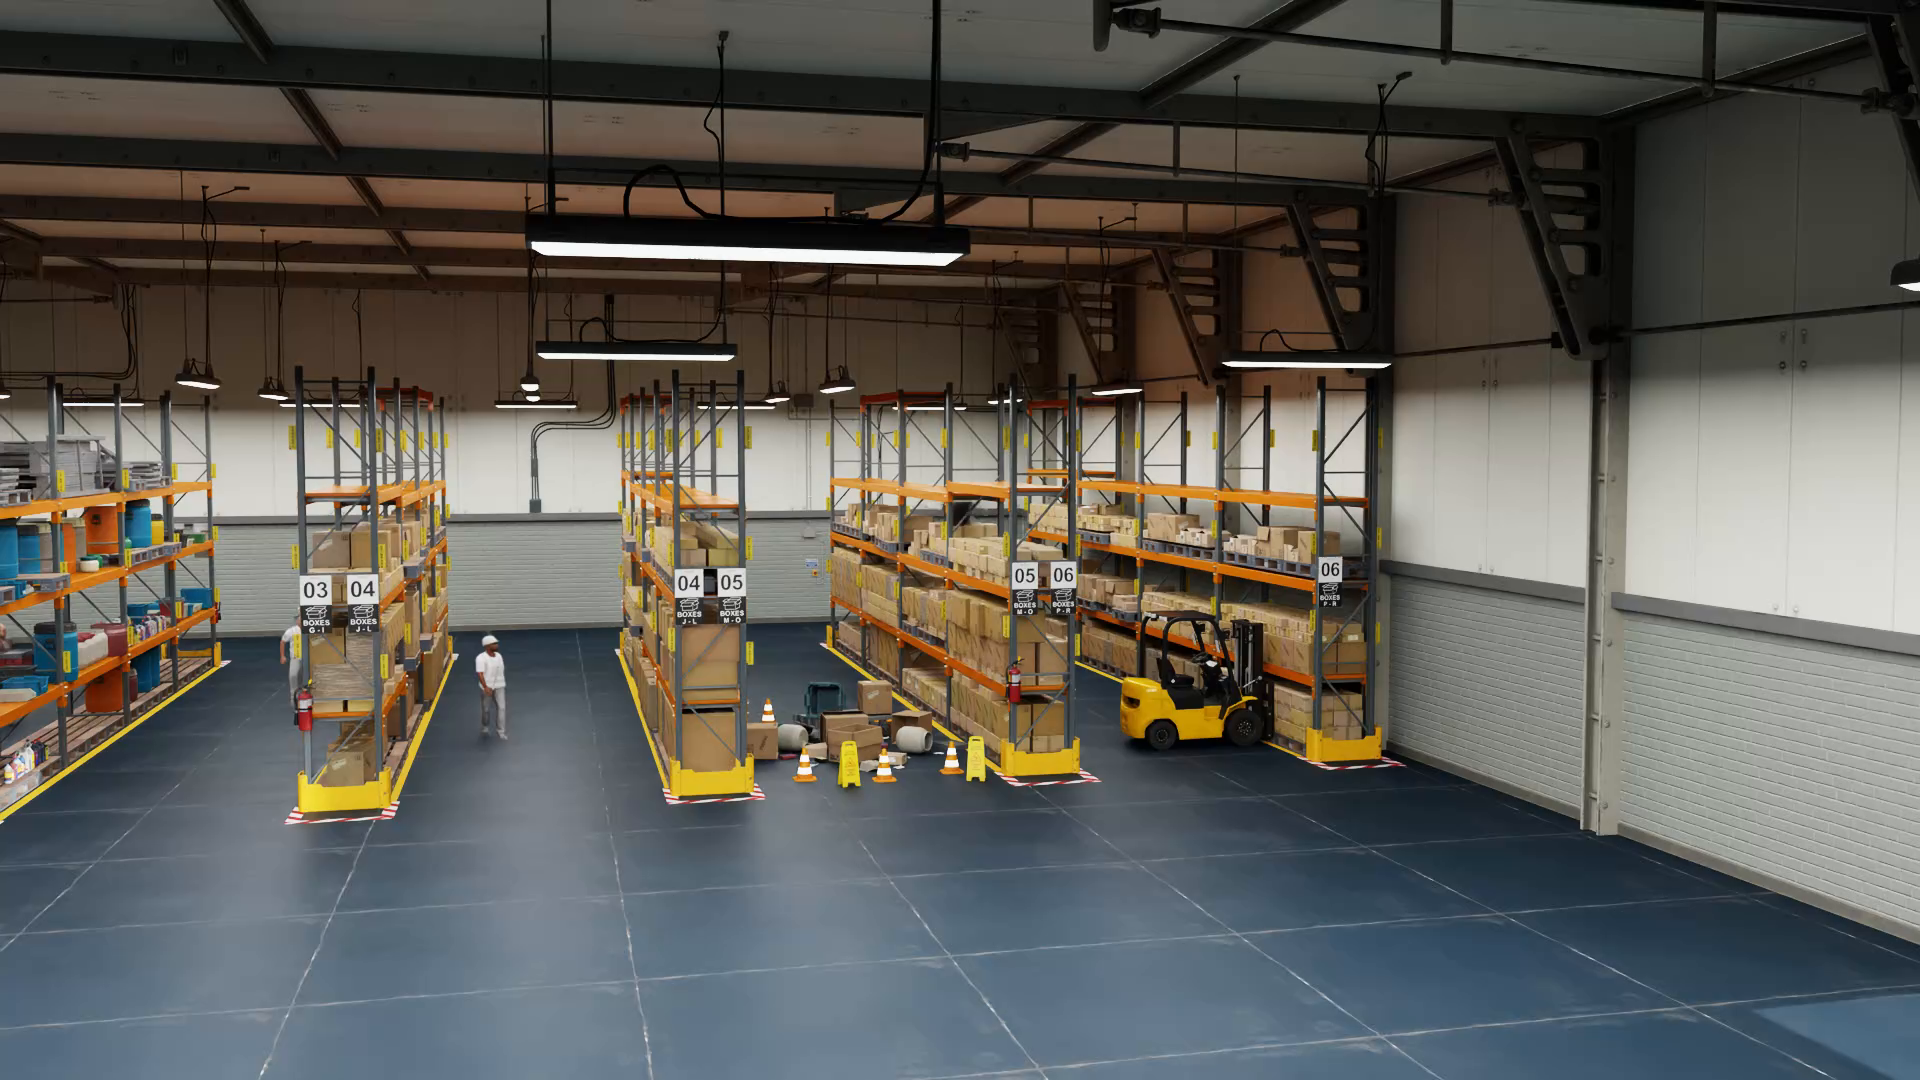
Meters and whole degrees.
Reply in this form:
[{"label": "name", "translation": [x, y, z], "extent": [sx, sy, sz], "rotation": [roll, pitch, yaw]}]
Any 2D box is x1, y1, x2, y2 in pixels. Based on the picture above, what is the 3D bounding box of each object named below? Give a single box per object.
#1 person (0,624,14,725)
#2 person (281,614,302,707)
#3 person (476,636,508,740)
[{"label": "person", "translation": [-16.839, 2.365, 29.205], "extent": [0.414, 1.795, 0.628], "rotation": [2, 4, 29]}, {"label": "person", "translation": [-12.568, 2.259, 31.732], "extent": [0.747, 1.761, 0.995], "rotation": [-1, 4, -14]}, {"label": "person", "translation": [-7.857, 2.473, 27.872], "extent": [0.492, 1.727, 1.002], "rotation": [-1, 4, -22]}]
